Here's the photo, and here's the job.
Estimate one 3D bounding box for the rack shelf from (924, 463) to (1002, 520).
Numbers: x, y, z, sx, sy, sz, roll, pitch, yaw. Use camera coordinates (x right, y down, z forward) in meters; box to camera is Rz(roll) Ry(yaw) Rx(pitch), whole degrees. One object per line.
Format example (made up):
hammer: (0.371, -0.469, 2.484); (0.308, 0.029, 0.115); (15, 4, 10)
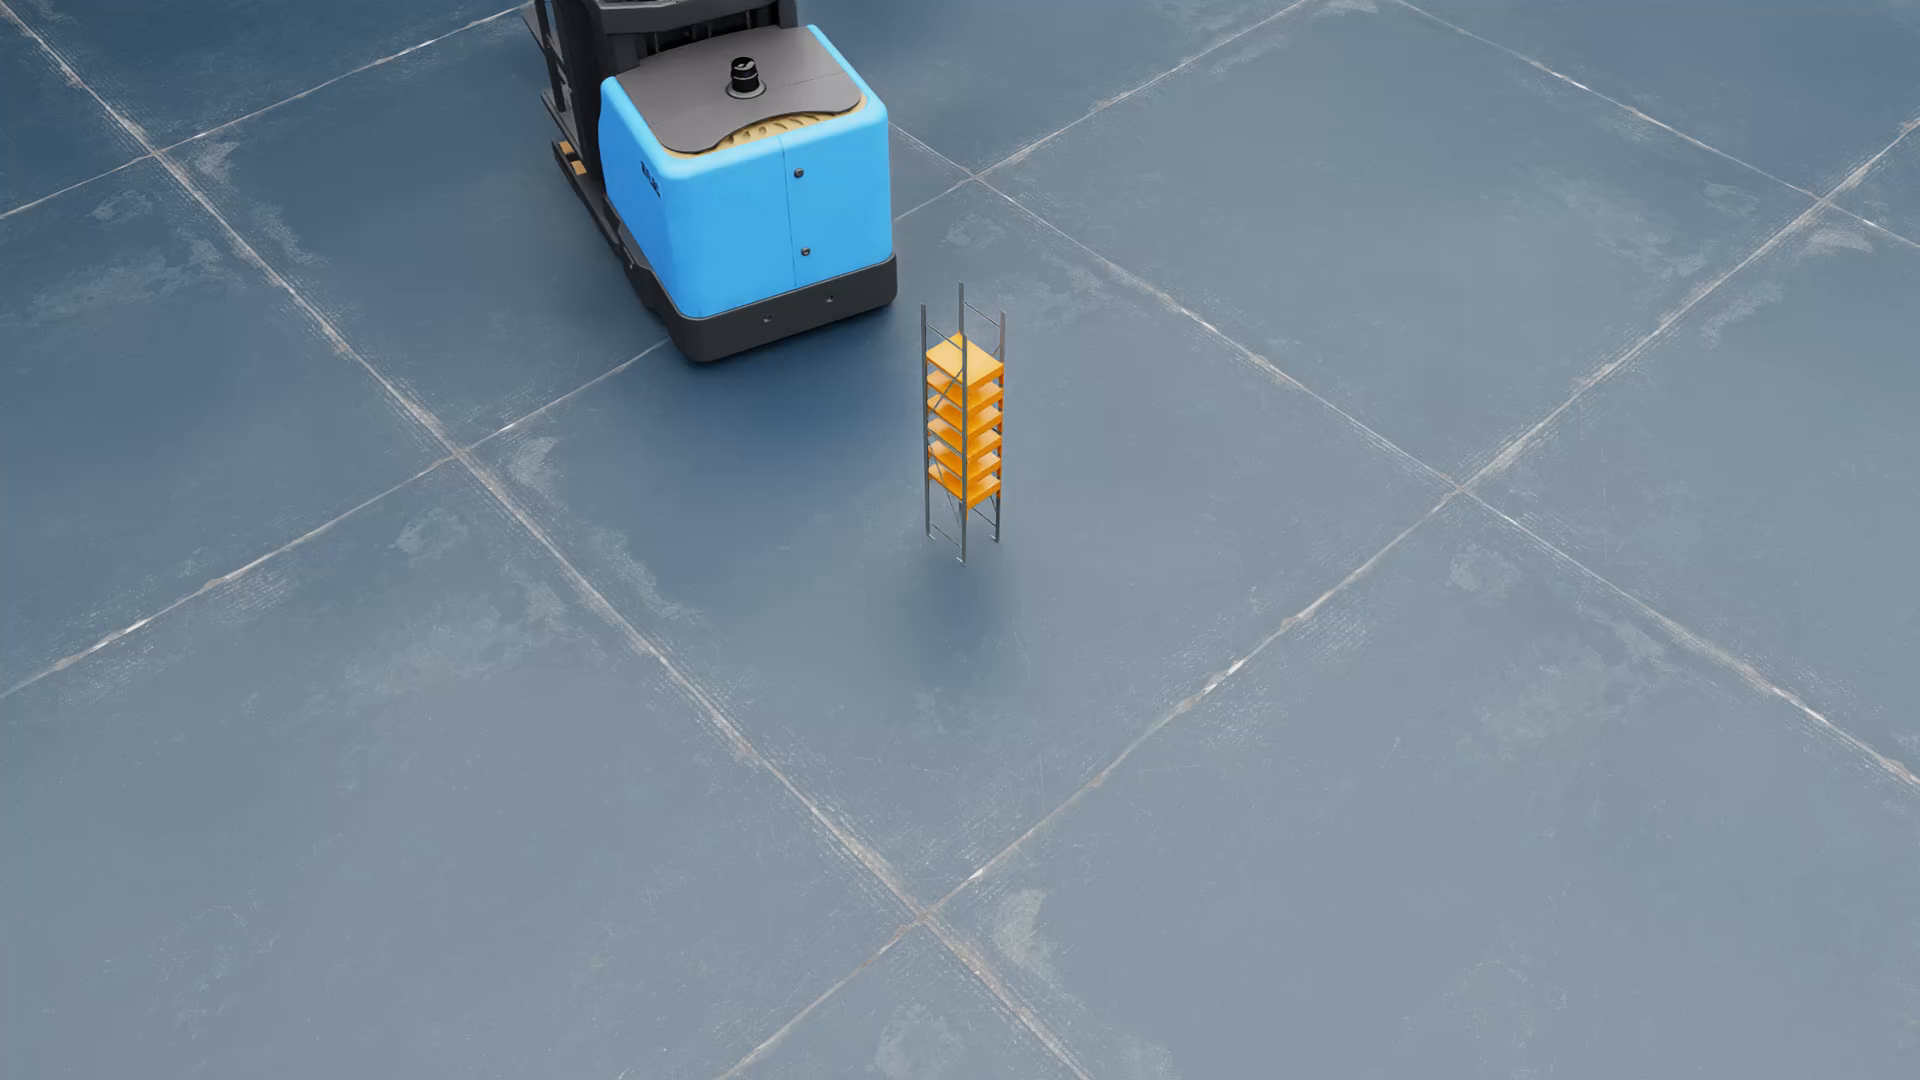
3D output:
rack shelf: (0.011, -0.221, 6.525); (0.180, 0.103, 0.258); (-34, 56, -27)

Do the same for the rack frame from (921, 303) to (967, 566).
rack frame: (-0.057, -0.369, 6.274); (0.006, 1.200, 0.240); (-34, 56, -27)

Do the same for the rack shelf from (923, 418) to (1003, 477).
rack shelf: (0.011, -0.384, 6.348); (0.180, 0.103, 0.258); (-34, 56, -27)

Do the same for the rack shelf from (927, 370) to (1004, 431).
rack shelf: (0.011, -0.547, 6.172); (0.180, 0.103, 0.258); (-34, 56, -27)

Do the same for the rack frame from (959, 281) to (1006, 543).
rack frame: (0.078, -0.459, 6.357); (0.006, 1.200, 0.240); (-34, 56, -27)

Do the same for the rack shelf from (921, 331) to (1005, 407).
rack shelf: (0.011, -0.628, 6.084); (0.180, 0.103, 0.258); (-34, 56, -27)

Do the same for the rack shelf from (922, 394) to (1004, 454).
rack shelf: (0.011, -0.465, 6.260); (0.180, 0.103, 0.258); (-34, 56, -27)

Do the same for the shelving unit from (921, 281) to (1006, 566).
shelving unit: (0.011, -0.414, 6.316); (0.189, 1.200, 0.258); (-34, 56, -27)

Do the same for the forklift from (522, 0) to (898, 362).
forklift: (-1.412, -2.874, 7.408); (1.130, 2.935, 3.031); (-21, 51, -18)

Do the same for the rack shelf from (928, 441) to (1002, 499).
rack shelf: (0.011, -0.303, 6.436); (0.180, 0.103, 0.258); (-34, 56, -27)
